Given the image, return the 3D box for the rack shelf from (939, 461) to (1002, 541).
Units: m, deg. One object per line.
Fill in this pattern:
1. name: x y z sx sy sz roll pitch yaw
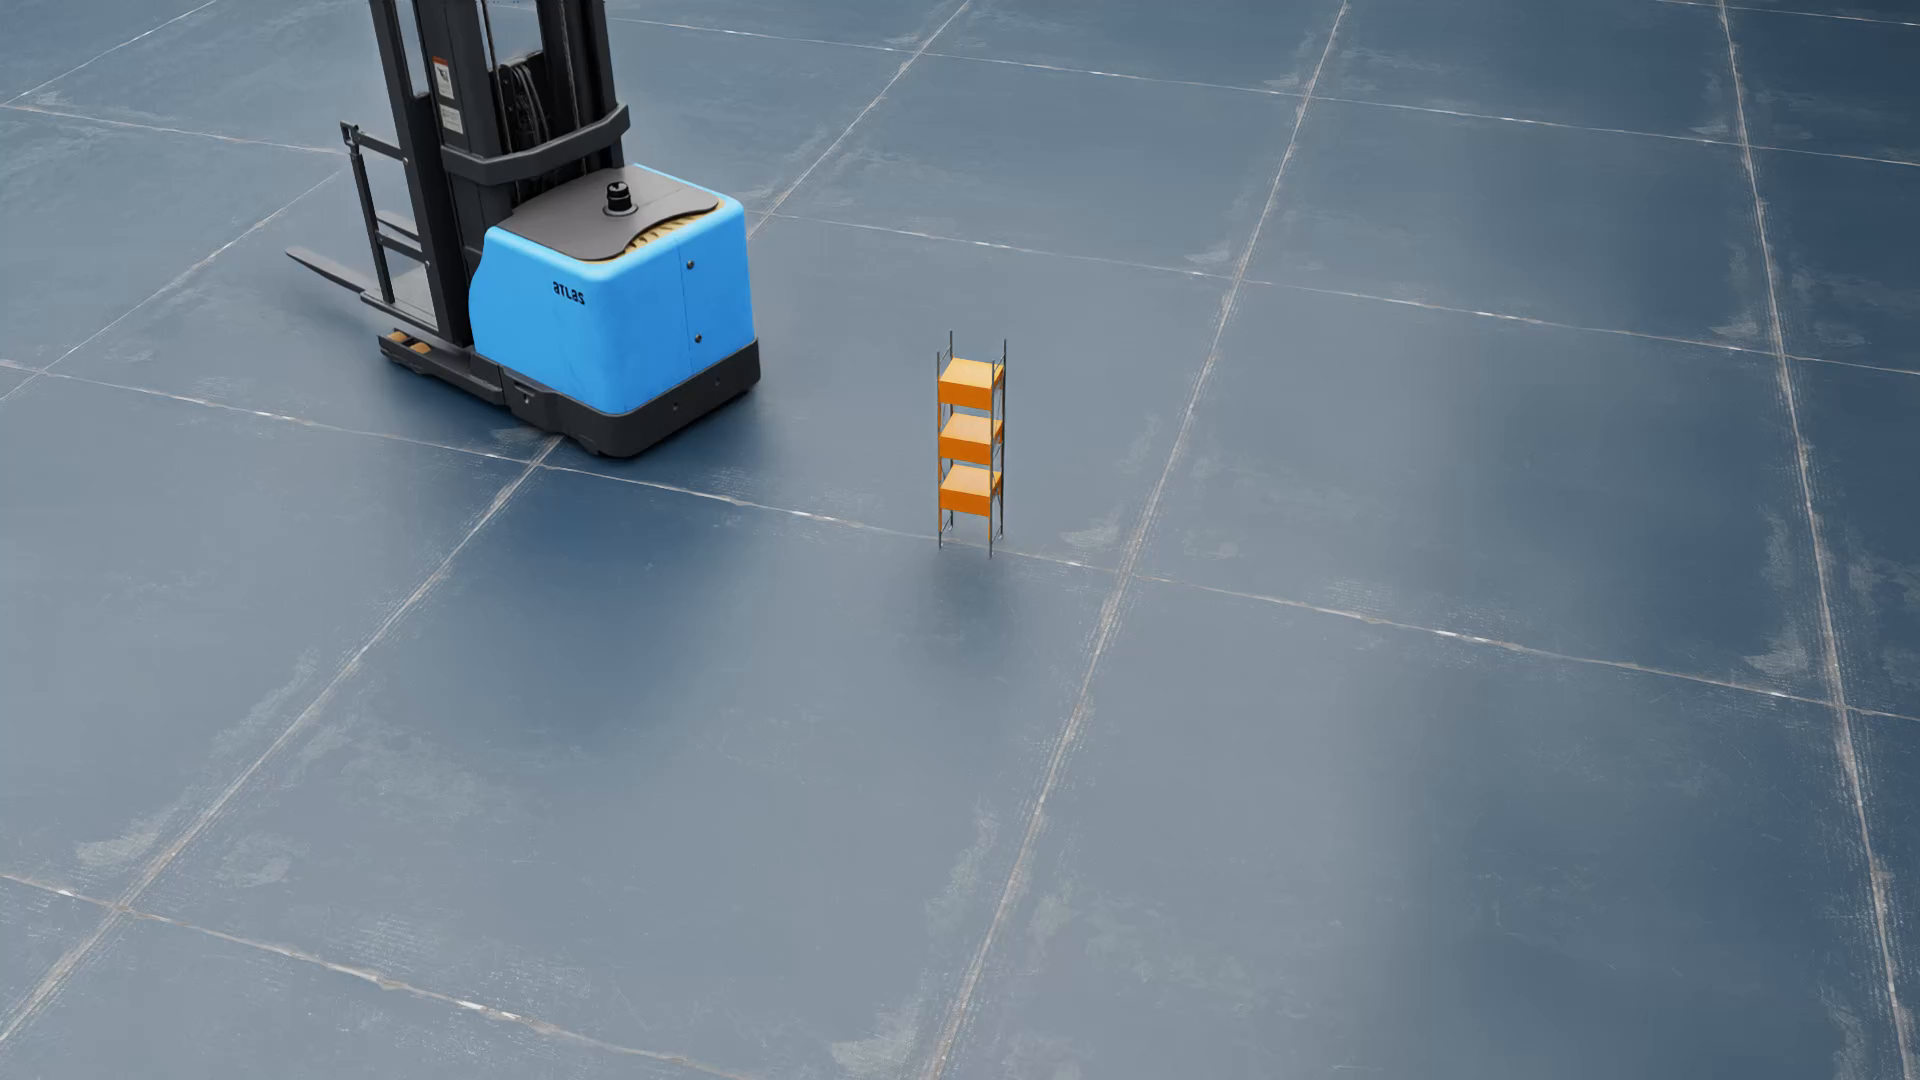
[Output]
1. rack shelf: 0.051 -0.181 7.597 0.240 0.259 0.215 10 38 14

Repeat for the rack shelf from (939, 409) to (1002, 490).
1. rack shelf: 0.051 -0.405 7.432 0.240 0.259 0.215 10 38 14

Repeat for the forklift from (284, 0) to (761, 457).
1. forklift: -2.531 -2.298 8.399 3.031 2.935 1.130 25 43 29

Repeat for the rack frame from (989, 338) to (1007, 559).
1. rack frame: 0.168 -0.392 7.397 0.008 1.050 0.200 10 38 14

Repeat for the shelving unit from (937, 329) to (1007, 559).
1. shelving unit: 0.051 -0.413 7.426 0.252 1.050 0.215 10 38 14

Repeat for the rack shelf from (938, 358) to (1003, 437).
1. rack shelf: 0.051 -0.633 7.264 0.240 0.259 0.215 10 38 14

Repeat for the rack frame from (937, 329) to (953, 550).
1. rack frame: -0.065 -0.435 7.455 0.008 1.050 0.200 10 38 14
